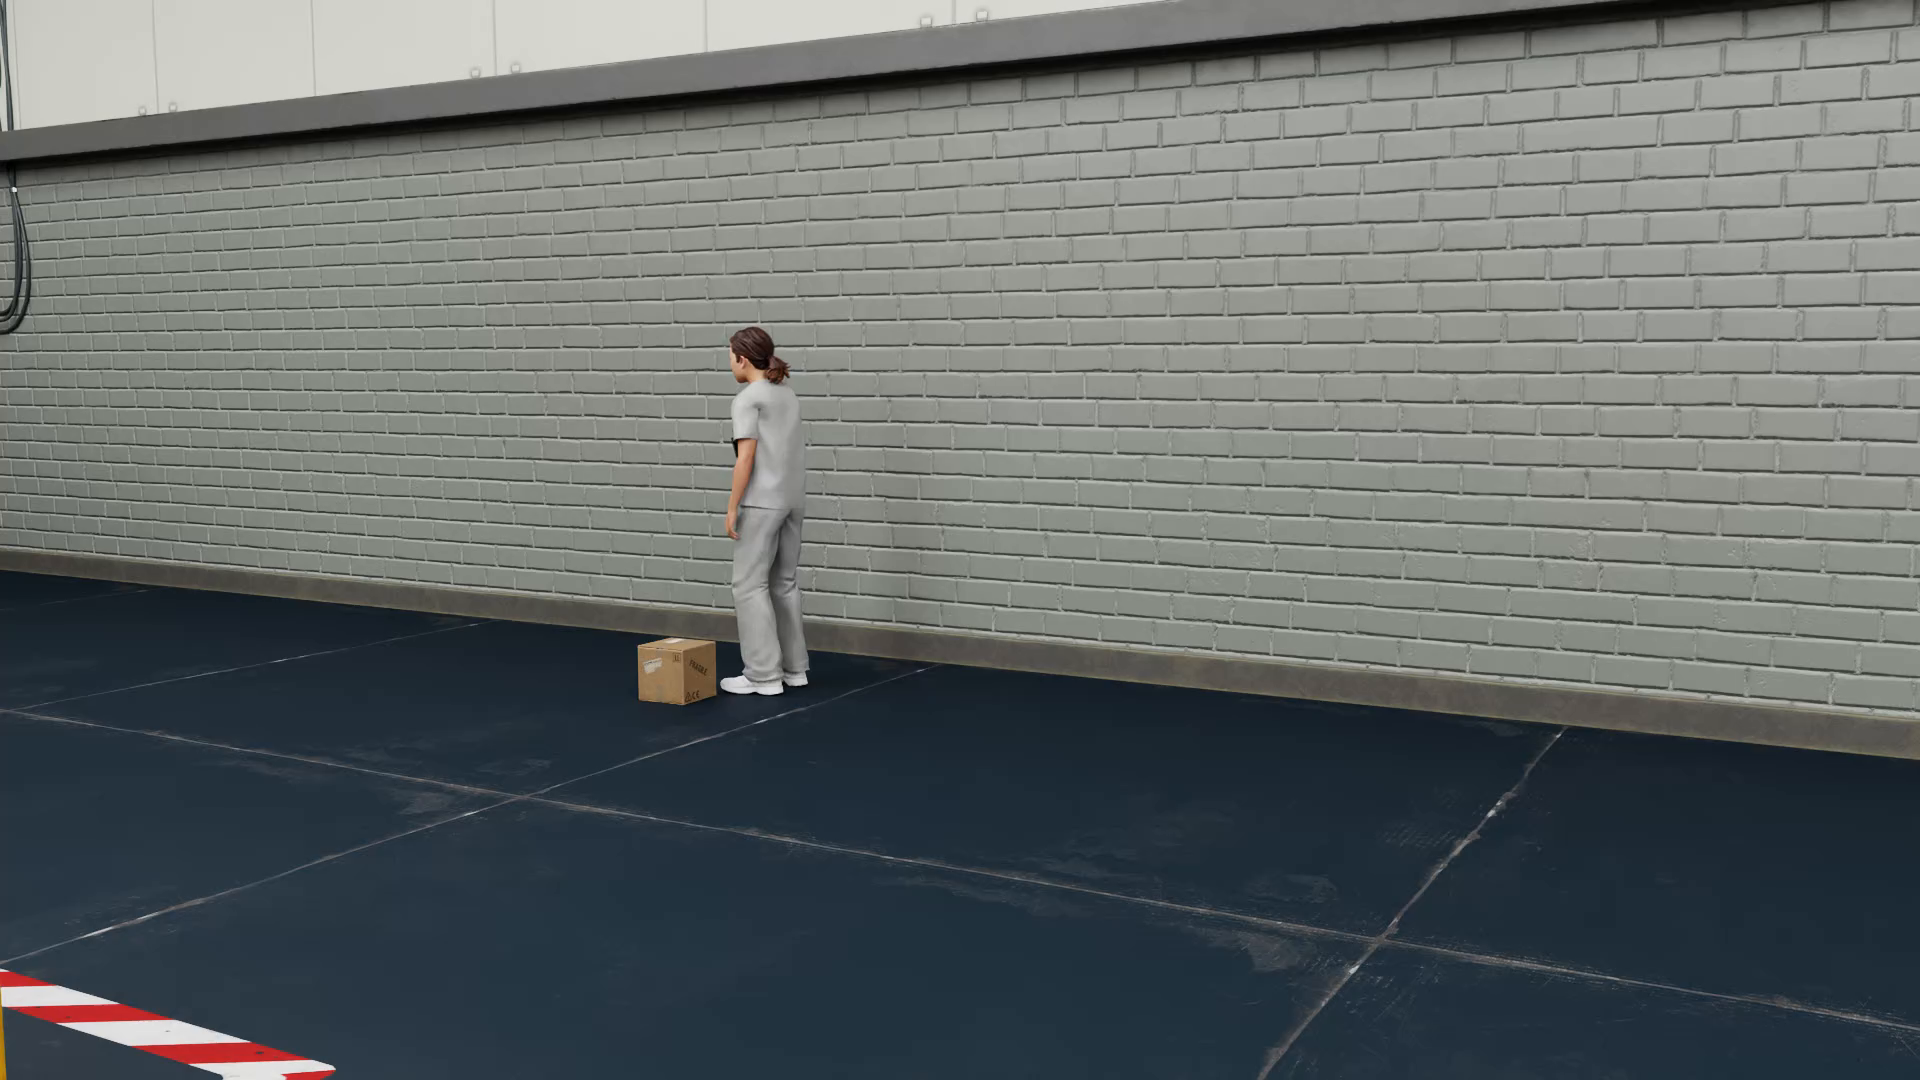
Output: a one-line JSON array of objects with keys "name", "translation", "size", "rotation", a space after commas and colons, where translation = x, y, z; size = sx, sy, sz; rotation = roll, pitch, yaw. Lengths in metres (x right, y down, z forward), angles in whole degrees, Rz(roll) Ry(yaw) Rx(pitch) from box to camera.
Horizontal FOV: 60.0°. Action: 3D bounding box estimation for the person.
[{"name": "person", "translation": [-0.895, -0.137, 7.633], "size": [0.355, 1.673, 0.488], "rotation": [3, 7, 29]}]
